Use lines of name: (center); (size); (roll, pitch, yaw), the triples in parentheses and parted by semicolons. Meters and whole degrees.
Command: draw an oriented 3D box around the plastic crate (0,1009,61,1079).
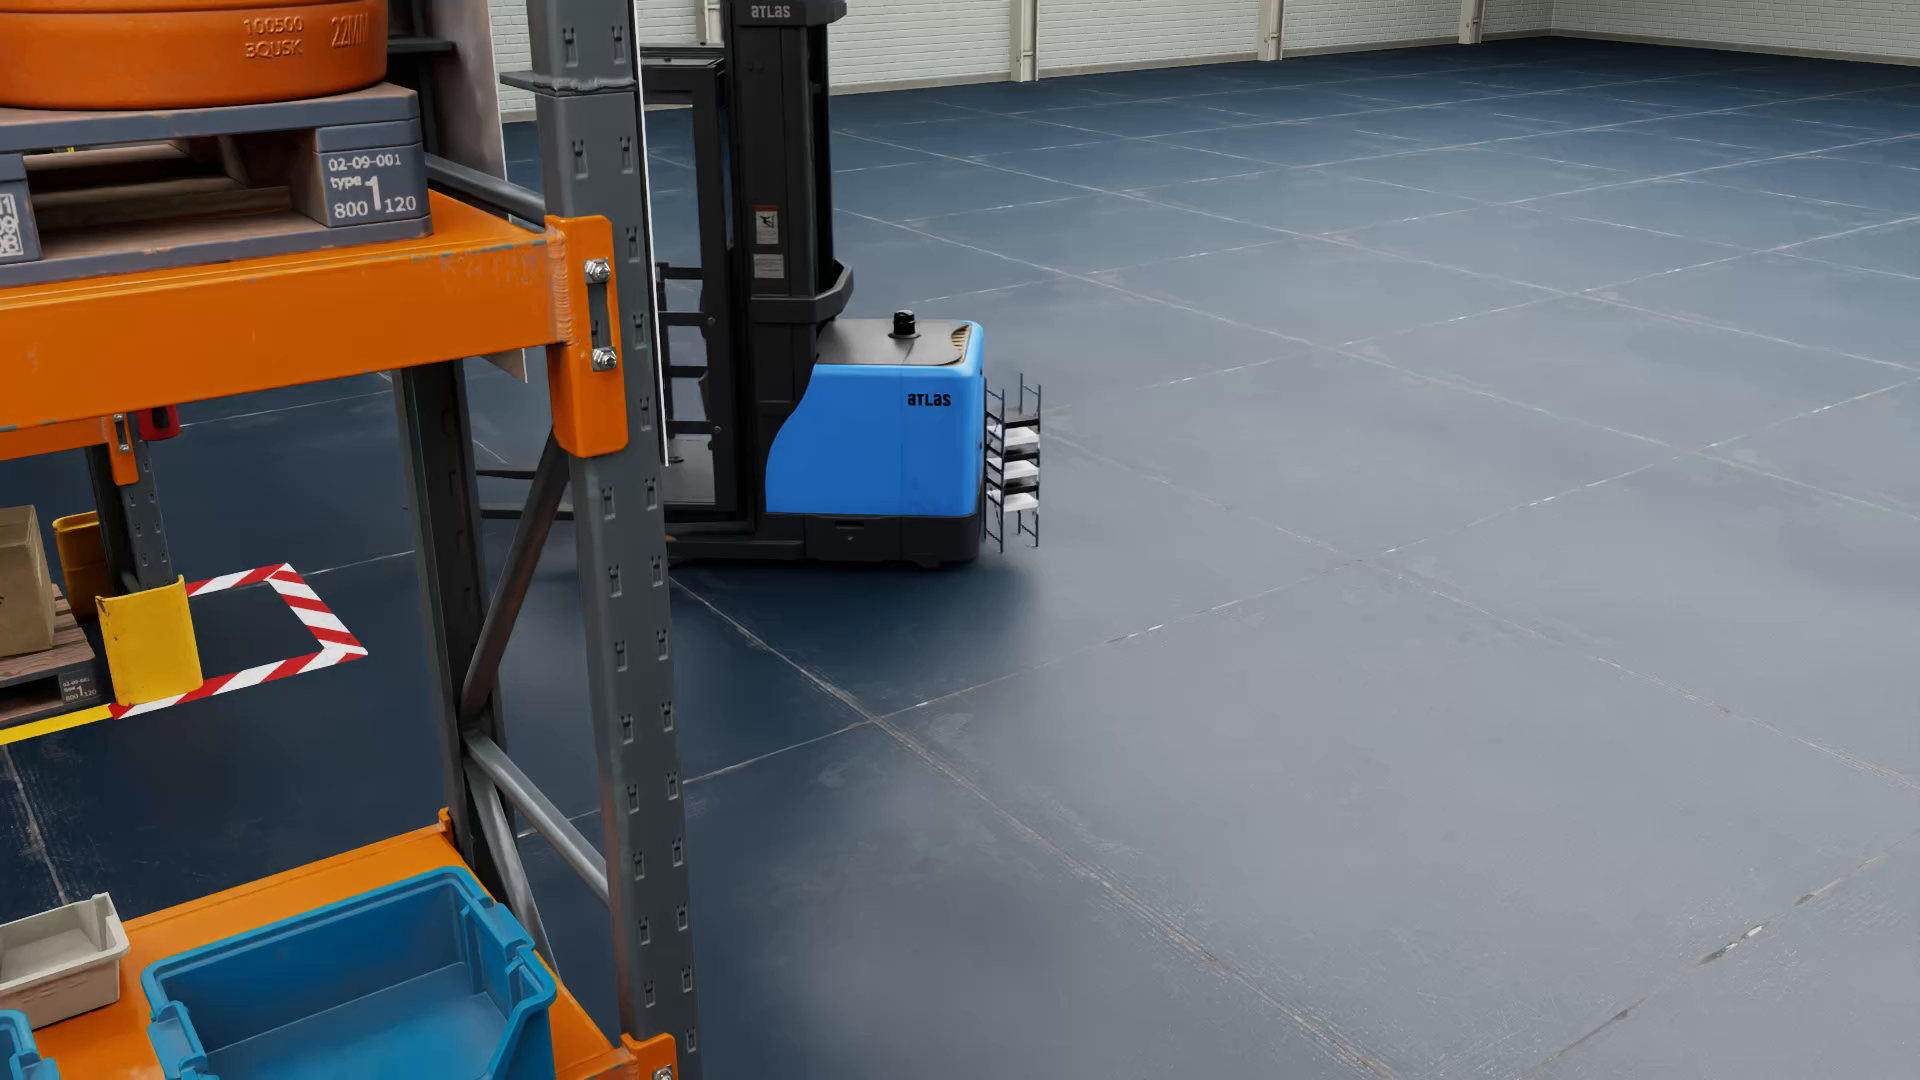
plastic crate: (-1.585, 0.995, 2.556); (0.408, 0.251, 0.499); (-15, 26, -33)

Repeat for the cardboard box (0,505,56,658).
cardboard box: (-4.232, 0.195, 7.167); (0.500, 0.500, 0.500); (-10, 24, -23)

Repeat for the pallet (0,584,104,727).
pallet: (-4.458, 0.576, 7.169); (1.213, 0.211, 1.003); (-15, 26, -33)

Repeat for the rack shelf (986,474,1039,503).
rack shelf: (0.270, -0.282, 8.722); (0.200, 0.077, 0.258); (-9, 23, -21)

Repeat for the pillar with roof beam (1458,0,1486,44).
pillar with roof beam: (13.370, -13.480, 30.536); (0.400, 9.000, 9.100); (-15, 26, -33)

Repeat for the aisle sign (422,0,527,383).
aisle sign: (-0.936, -0.722, 3.151); (0.004, 0.787, 0.394); (-15, 26, -33)

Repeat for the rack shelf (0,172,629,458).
rack shelf: (-2.447, -0.037, 1.866); (4.000, 0.370, 1.077); (-15, 26, -33)

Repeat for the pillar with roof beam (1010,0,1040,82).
pillar with roof beam: (3.629, -10.883, 24.027); (0.400, 9.000, 9.100); (-15, 26, -33)

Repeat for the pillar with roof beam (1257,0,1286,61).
pillar with roof beam: (8.499, -12.181, 27.282); (0.400, 9.000, 9.100); (-15, 26, -33)

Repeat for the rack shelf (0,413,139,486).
rack shelf: (-5.339, -0.134, 6.156); (4.000, 0.370, 1.077); (-15, 26, -33)

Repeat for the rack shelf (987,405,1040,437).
rack shelf: (0.269, -0.616, 8.588); (0.200, 0.077, 0.258); (-9, 23, -21)

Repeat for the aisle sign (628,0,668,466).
aisle sign: (-0.591, -0.545, 2.706); (0.004, 0.787, 0.394); (-15, 26, -33)

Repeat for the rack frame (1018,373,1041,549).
rack frame: (0.363, -0.411, 8.713); (0.006, 0.900, 0.240); (-9, 23, -21)

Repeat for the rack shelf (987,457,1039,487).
rack shelf: (0.269, -0.366, 8.689); (0.200, 0.077, 0.258); (-9, 23, -21)

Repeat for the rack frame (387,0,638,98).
rack frame: (-0.823, -2.197, 2.261); (0.127, 3.000, 1.000); (-15, 26, -33)

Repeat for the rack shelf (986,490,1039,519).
rack shelf: (0.270, -0.199, 8.755); (0.200, 0.077, 0.258); (-9, 23, -21)

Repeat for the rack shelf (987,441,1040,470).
rack shelf: (0.269, -0.449, 8.655); (0.200, 0.077, 0.258); (-9, 23, -21)

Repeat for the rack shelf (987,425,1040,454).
rack shelf: (0.269, -0.533, 8.622); (0.200, 0.077, 0.258); (-9, 23, -21)

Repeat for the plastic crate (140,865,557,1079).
plastic crate: (-1.055, 0.856, 2.904); (0.616, 0.251, 0.499); (-15, 26, -33)

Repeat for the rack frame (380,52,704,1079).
rack frame: (-0.823, 0.589, 3.373); (0.127, 3.000, 1.000); (-15, 26, -33)

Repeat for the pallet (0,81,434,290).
pallet: (-1.552, -0.567, 2.477); (1.213, 0.211, 1.003); (-15, 26, -33)

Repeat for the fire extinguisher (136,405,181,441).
fire extinguisher: (-3.354, -0.751, 6.836); (0.183, 0.674, 0.296); (-15, 26, -33)

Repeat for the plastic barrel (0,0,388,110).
plastic barrel: (-1.143, -1.055, 2.300); (0.708, 0.830, 0.600); (-15, 26, -33)

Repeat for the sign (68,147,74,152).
sign: (-3.408, -1.414, 6.405); (0.005, 0.325, 0.100); (-15, 26, -33)

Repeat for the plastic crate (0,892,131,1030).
plastic crate: (-1.737, 0.808, 3.179); (0.250, 0.136, 0.298); (-15, 26, -33)

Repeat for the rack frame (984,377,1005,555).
rack frame: (0.176, -0.382, 8.639); (0.006, 0.900, 0.240); (-9, 23, -21)

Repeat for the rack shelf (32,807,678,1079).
rack shelf: (-2.447, 1.356, 2.422); (4.000, 0.370, 1.077); (-15, 26, -33)

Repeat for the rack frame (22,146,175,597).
rack frame: (-3.716, -0.901, 7.107); (0.127, 3.000, 1.000); (-15, 26, -33)

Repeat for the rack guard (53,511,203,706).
rack guard: (-3.777, 0.276, 7.529); (0.348, 0.500, 1.175); (-15, 26, -33)

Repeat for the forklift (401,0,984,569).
forklift: (-1.399, -1.412, 8.480); (3.031, 2.935, 1.130); (1, 22, 3)

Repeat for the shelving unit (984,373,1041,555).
shelving unit: (0.269, -0.397, 8.676); (0.210, 0.900, 0.258); (-9, 23, -21)

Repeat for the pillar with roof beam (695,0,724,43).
pillar with roof beam: (-1.242, -9.584, 20.772); (0.400, 9.000, 9.100); (-15, 26, -33)
